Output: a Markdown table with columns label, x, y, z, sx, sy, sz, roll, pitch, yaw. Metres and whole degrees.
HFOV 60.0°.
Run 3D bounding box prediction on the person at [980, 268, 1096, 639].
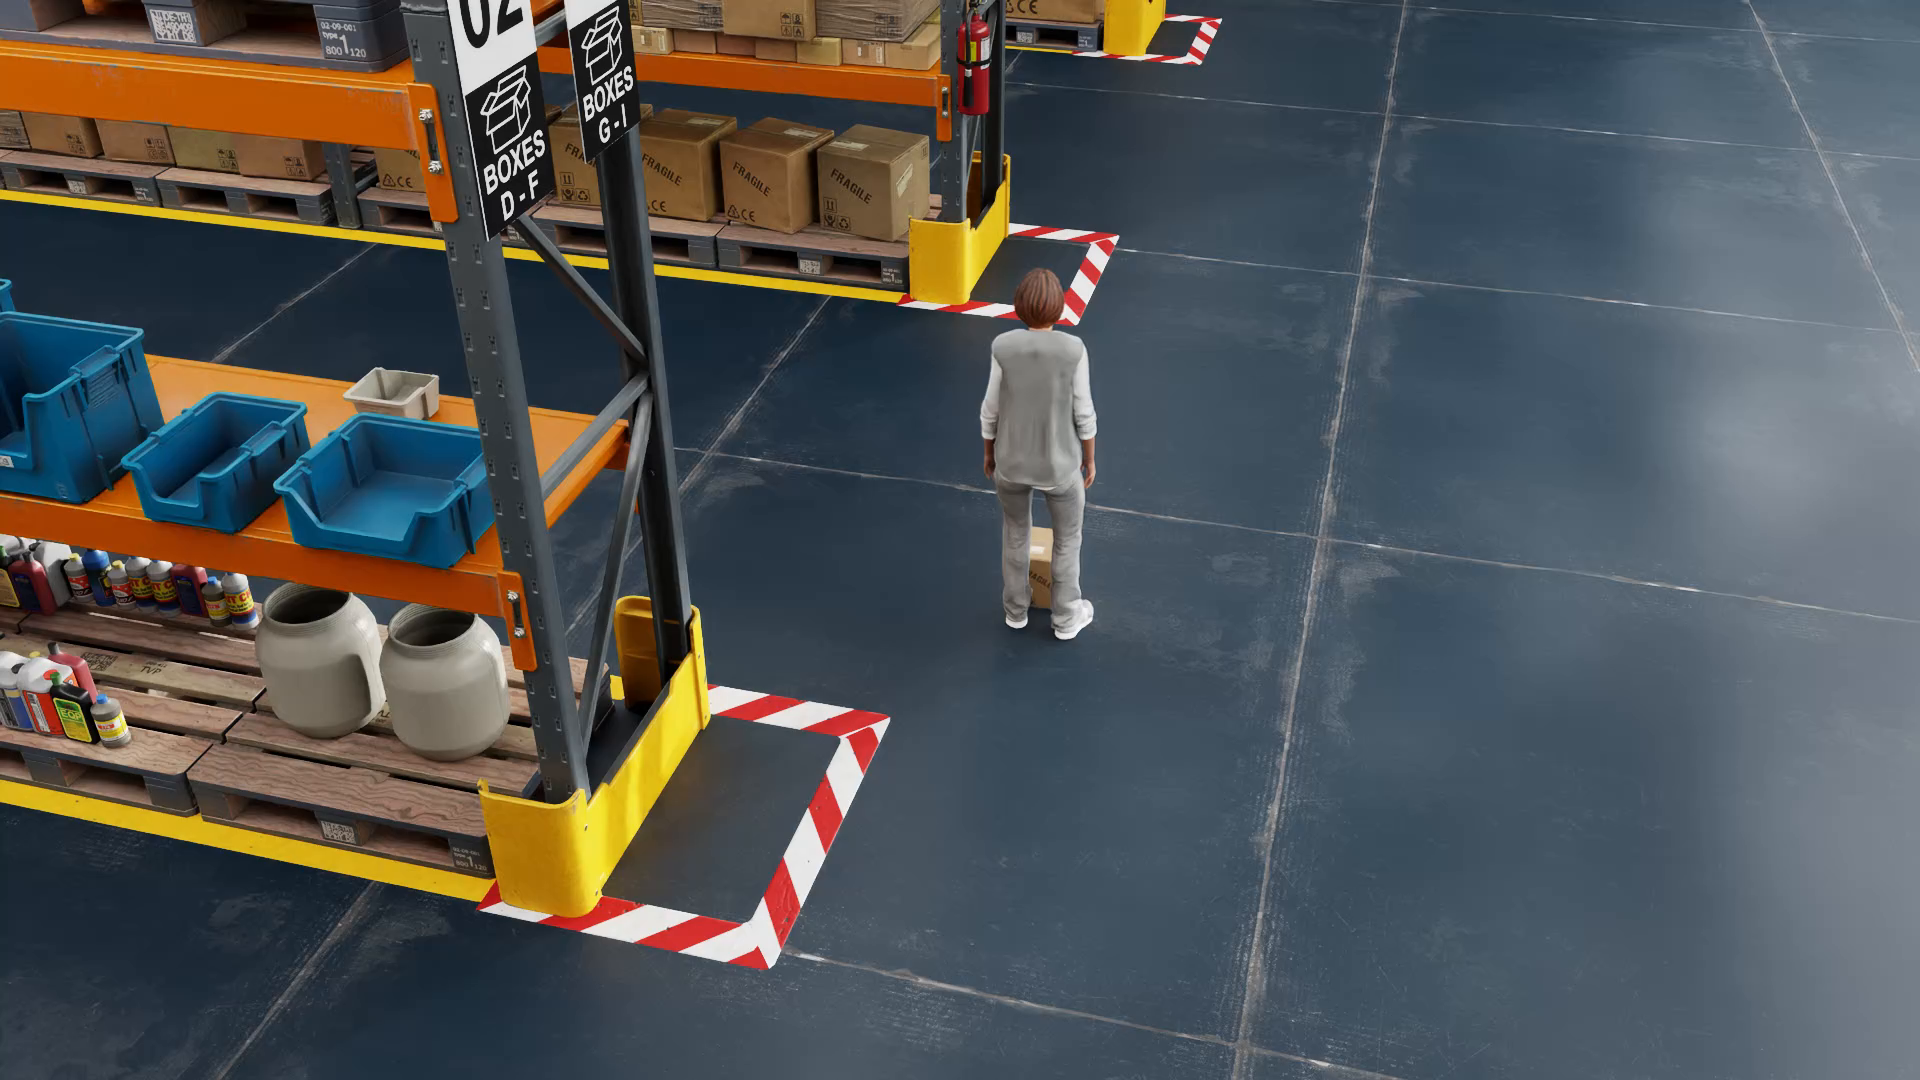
| label | x | y | z | sx | sy | sz | roll | pitch | yaw |
| --- | --- | --- | --- | --- | --- | --- | --- | --- | --- |
| person | 0.319 | -0.314 | 6.630 | 0.473 | 1.590 | 0.377 | 7 | 34 | 10 |
